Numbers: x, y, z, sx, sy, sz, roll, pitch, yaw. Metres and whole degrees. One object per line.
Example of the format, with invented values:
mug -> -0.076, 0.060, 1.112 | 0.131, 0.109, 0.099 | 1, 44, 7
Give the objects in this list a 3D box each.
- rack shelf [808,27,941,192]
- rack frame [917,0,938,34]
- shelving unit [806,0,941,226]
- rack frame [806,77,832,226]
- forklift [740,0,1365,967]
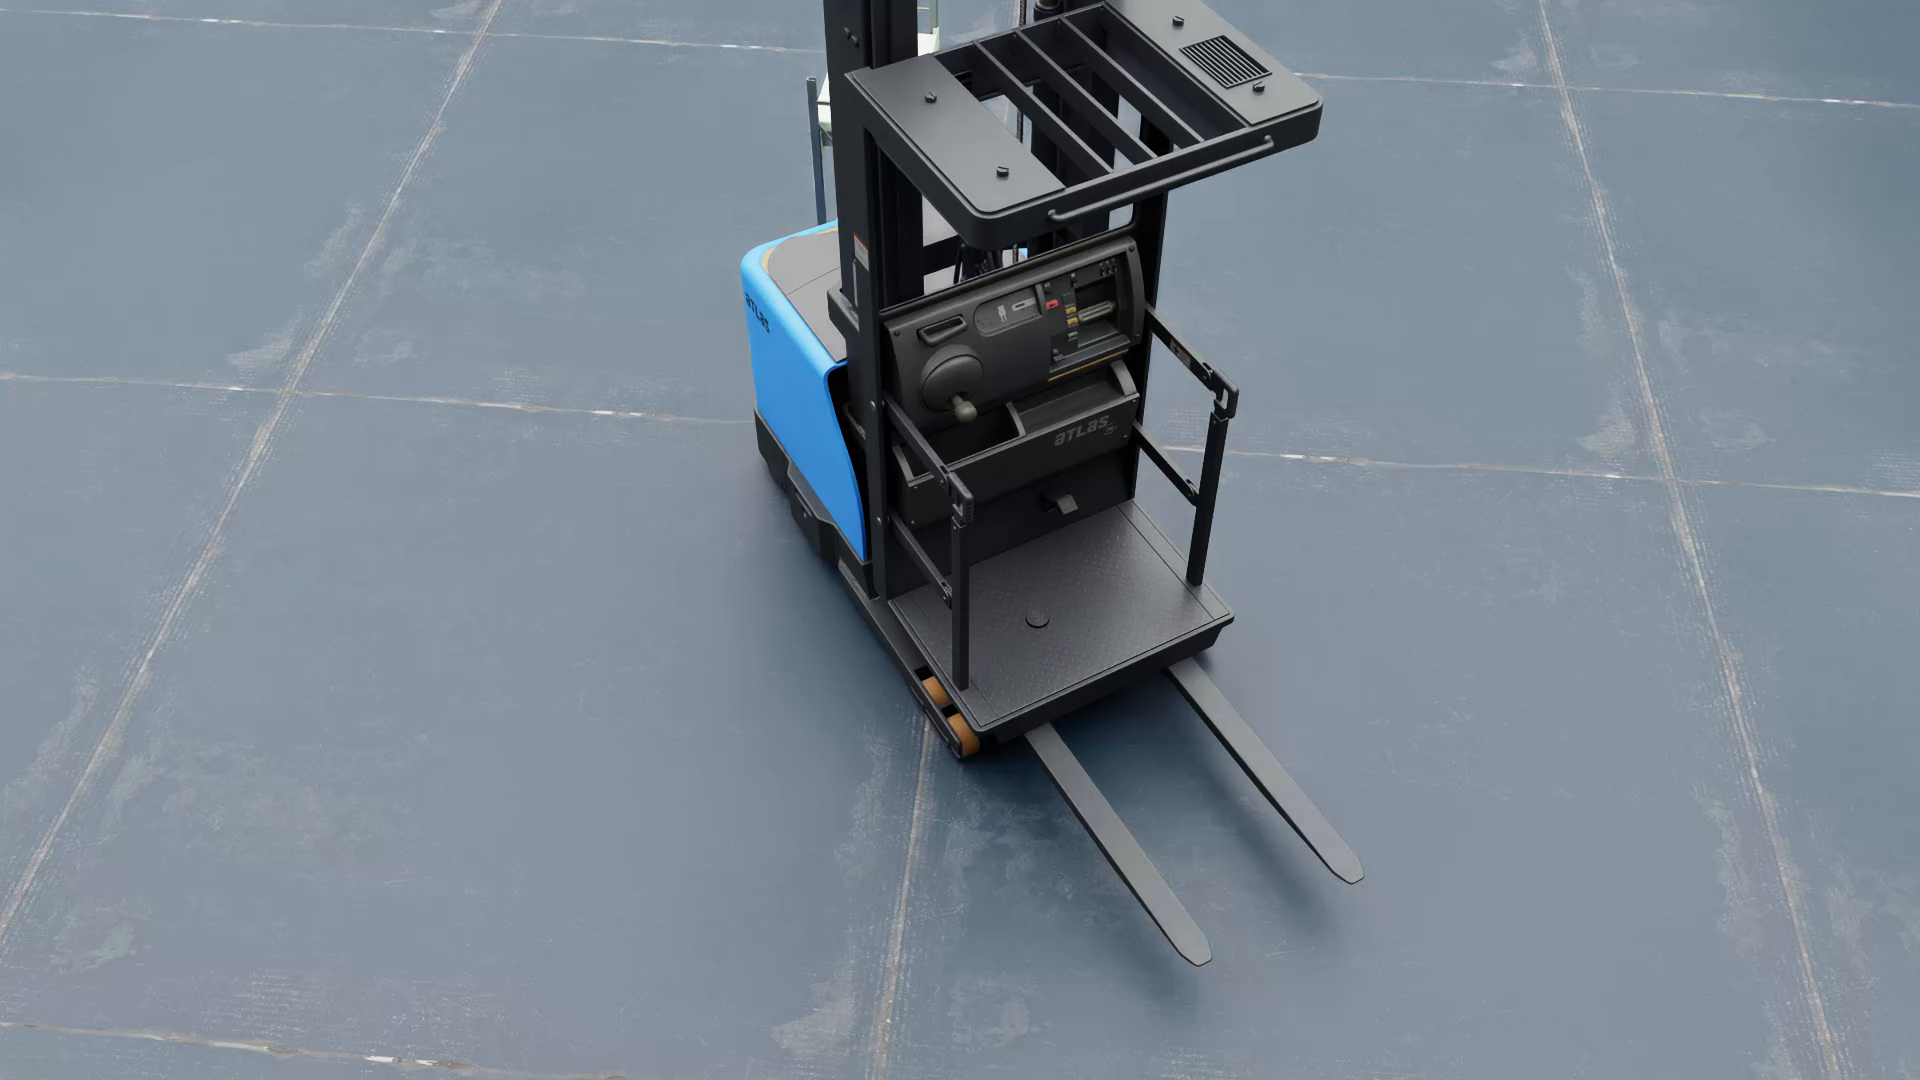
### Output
rack shelf -> -0.339, -1.770, 6.850 | 0.431, 0.370, 0.720 | 6, 48, 5
rack frame -> -0.291, -1.775, 7.382 | 0.400, 1.500, 0.023 | 6, 48, 5
shelving unit -> -0.339, -1.507, 7.138 | 0.431, 1.500, 0.755 | 6, 48, 5
rack frame -> -0.387, -1.239, 6.893 | 0.400, 1.500, 0.023 | 6, 48, 5
forklift -> 0.303, -0.588, 5.327 | 1.130, 2.935, 3.031 | -22, 51, -19
